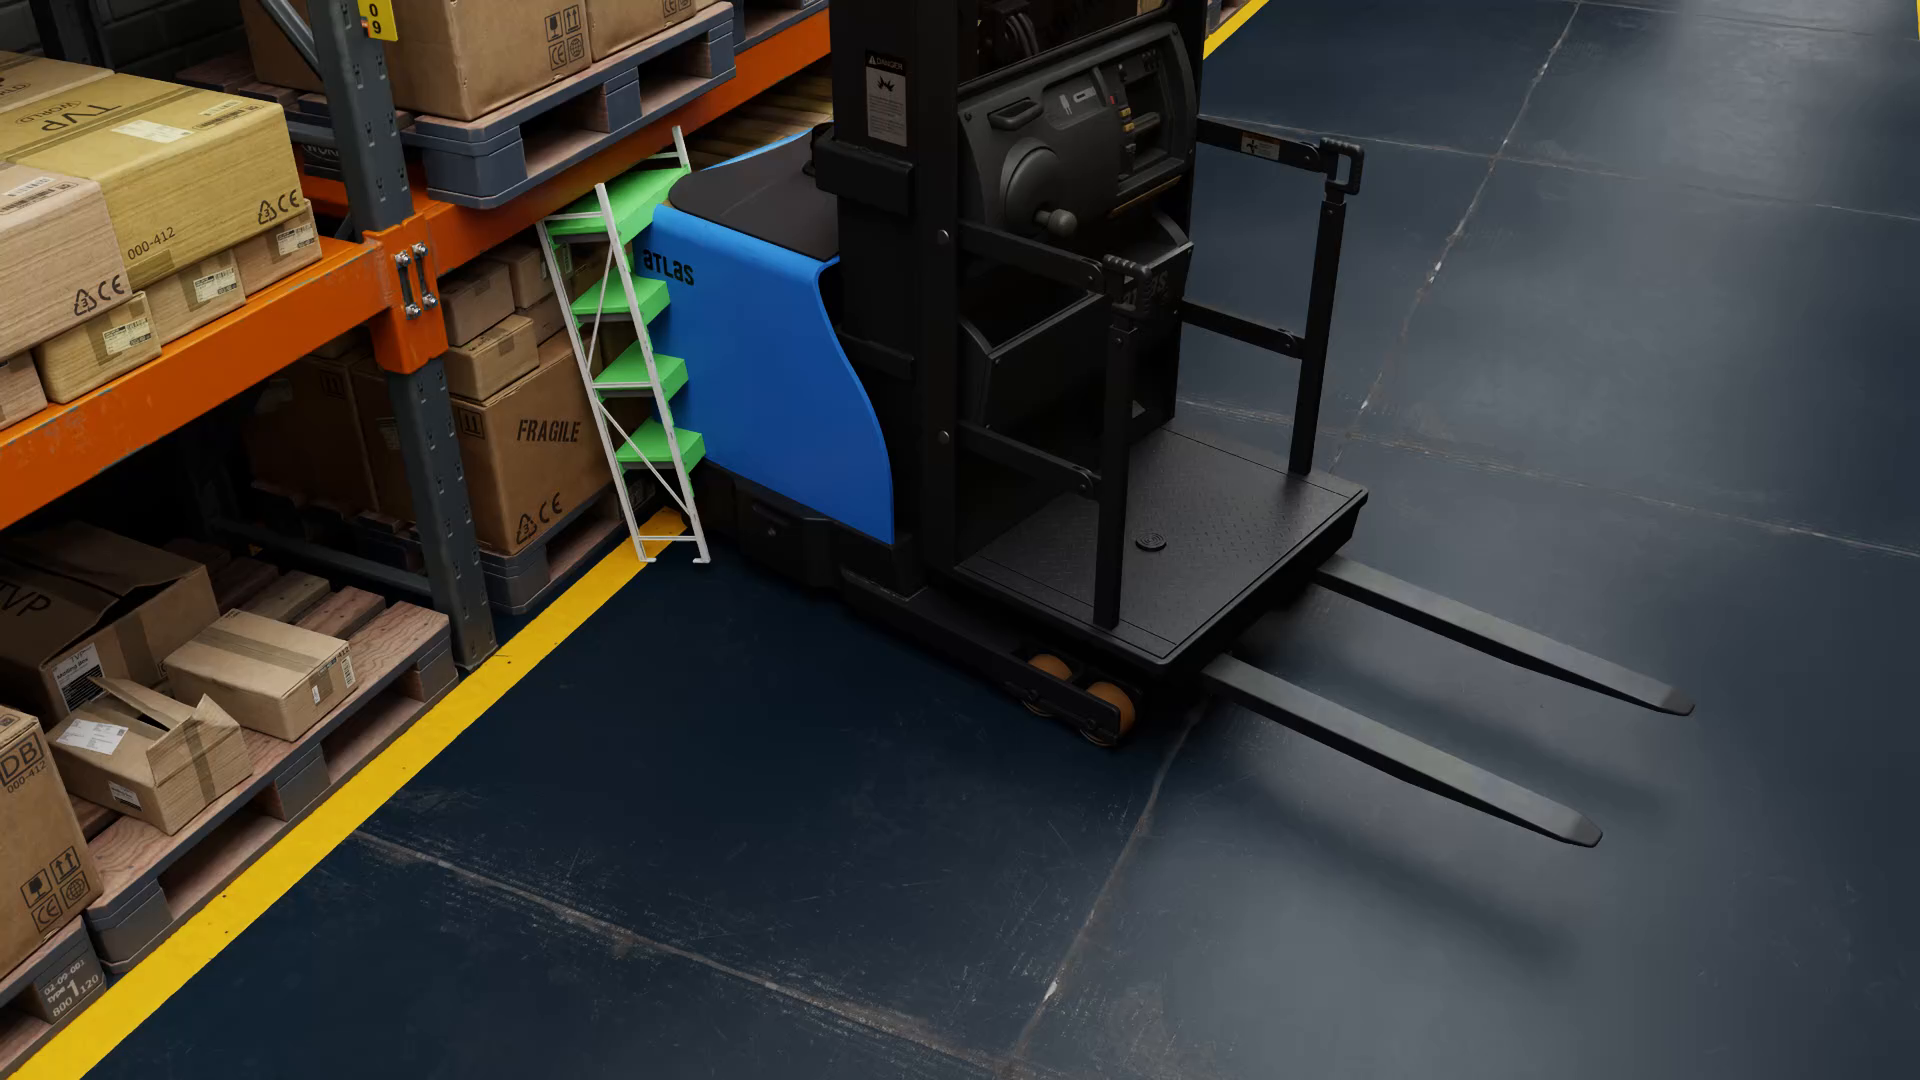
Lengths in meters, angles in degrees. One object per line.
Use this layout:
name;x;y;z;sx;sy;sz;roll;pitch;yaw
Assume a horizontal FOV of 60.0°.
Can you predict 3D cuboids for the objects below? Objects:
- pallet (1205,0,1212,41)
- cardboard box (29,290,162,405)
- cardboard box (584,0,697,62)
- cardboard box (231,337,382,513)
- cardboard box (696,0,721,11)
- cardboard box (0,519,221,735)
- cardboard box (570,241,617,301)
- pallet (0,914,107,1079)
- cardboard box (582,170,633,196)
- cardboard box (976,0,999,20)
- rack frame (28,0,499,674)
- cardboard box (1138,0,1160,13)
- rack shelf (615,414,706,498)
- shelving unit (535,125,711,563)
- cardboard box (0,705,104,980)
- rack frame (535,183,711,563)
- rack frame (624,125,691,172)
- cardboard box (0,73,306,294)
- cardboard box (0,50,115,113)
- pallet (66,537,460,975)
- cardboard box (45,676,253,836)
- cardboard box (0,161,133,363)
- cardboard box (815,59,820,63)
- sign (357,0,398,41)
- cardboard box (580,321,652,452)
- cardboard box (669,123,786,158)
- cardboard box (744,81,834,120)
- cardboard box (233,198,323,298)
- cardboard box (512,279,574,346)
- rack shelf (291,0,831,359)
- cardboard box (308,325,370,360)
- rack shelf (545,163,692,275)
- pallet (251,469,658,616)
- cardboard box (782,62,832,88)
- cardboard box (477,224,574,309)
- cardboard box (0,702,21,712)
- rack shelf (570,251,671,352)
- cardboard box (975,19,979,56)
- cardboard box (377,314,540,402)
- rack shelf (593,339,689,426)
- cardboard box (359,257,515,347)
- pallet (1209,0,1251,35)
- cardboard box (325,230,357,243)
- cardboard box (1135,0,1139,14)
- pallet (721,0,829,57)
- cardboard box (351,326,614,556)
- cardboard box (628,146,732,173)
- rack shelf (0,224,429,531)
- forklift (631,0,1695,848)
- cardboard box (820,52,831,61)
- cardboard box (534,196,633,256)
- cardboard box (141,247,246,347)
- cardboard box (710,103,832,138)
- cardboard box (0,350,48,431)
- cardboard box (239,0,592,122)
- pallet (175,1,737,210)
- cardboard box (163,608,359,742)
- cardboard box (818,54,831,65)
pallet;0.763;-2.856;9.413;1.003;0.211;1.213;14;36;20
cardboard box;-1.882;-0.432;3.403;0.380;0.149;0.250;15;36;22
cardboard box;-1.180;-1.689;4.616;0.700;0.500;0.500;15;36;21
cardboard box;-1.865;-0.466;5.122;0.500;0.500;0.500;14;36;20
cardboard box;-0.872;-1.747;4.918;0.396;0.266;0.258;16;36;23
cardboard box;-2.293;0.200;4.279;0.500;0.311;0.500;15;36;22
cardboard box;-1.268;-0.829;5.084;0.380;0.149;0.250;12;35;18
pallet;-2.599;1.094;3.389;1.003;0.211;1.213;14;36;20
cardboard box;-1.027;-1.084;5.473;0.380;0.149;0.250;14;36;20
cardboard box;0.145;-2.506;8.119;0.875;0.625;0.625;15;36;22
rack frame;-1.802;-1.024;4.076;1.000;3.000;0.127;14;36;20
cardboard box;0.692;-3.168;9.129;0.875;0.625;0.625;13;35;19
rack shelf;-0.856;-0.314;5.159;0.258;0.148;0.480;0;31;19
shelving unit;-0.907;-0.574;5.009;0.258;1.200;0.503;0;31;19
cardboard box;-2.306;0.622;3.463;0.700;0.500;0.500;13;35;19
rack frame;-0.976;-0.447;4.813;0.240;1.200;0.015;0;31;19
rack frame;-0.838;-0.701;5.206;0.240;1.200;0.015;0;31;19
cardboard box;-1.794;-0.776;3.563;0.500;0.250;0.500;15;36;22
cardboard box;-2.255;-0.901;3.753;0.500;0.250;0.500;14;36;20
pallet;-2.090;0.484;4.319;1.003;0.211;1.213;14;36;20
cardboard box;-1.918;0.467;3.913;0.396;0.266;0.258;15;36;22
cardboard box;-1.990;-0.523;3.177;0.500;0.250;0.500;14;36;21
cardboard box;-0.797;-1.961;6.810;0.380;0.149;0.250;15;36;21
sign;-1.306;-1.265;3.654;0.100;0.325;0.005;14;36;20
cardboard box;-1.182;-0.611;5.342;0.500;0.500;0.500;14;36;20
cardboard box;-0.835;-1.349;5.876;0.380;0.149;0.250;14;36;21
cardboard box;-0.597;-1.604;6.265;0.380;0.149;0.250;14;36;20
cardboard box;-1.706;-0.702;3.814;0.380;0.149;0.250;15;36;21
cardboard box;-1.365;-0.698;4.885;0.380;0.149;0.250;13;35;19
rack shelf;-0.965;-1.719;5.792;1.077;0.370;4.000;14;36;20
cardboard box;-1.910;-0.675;4.848;0.380;0.149;0.250;13;35;19
rack shelf;-0.976;-0.929;4.804;0.258;0.148;0.480;0;31;19
pallet;-1.496;-0.271;5.471;1.003;0.211;1.213;14;36;20
cardboard box;-0.493;-1.728;6.455;0.380;0.149;0.250;15;36;22
cardboard box;-1.345;-0.808;4.780;0.380;0.149;0.250;12;35;18
cardboard box;-2.475;0.484;3.994;0.380;0.149;0.250;14;36;20
rack shelf;-0.936;-0.724;4.923;0.258;0.148;0.480;0;31;19
cardboard box;-0.105;-2.113;7.042;0.380;0.149;0.250;12;35;18
cardboard box;-1.410;-0.543;4.647;0.380;0.149;0.250;16;36;23
rack shelf;-0.896;-0.519;5.041;0.258;0.148;0.480;0;31;19
cardboard box;-1.465;-0.681;4.587;0.380;0.149;0.250;14;36;20
pallet;1.272;-3.466;10.343;1.003;0.211;1.213;14;36;20
cardboard box;-1.805;-0.807;5.050;0.380;0.149;0.250;14;36;21
cardboard box;0.411;-2.833;8.618;0.875;0.625;0.625;15;36;22
pallet;-0.938;-1.966;5.688;1.003;0.211;1.213;14;36;20
cardboard box;-1.395;-0.343;4.935;0.500;0.500;0.500;16;36;23
cardboard box;-0.921;-1.208;5.661;0.380;0.149;0.250;15;36;22
rack shelf;-2.639;0.273;2.754;1.077;0.370;4.000;14;36;20
forklift;0.481;-1.009;4.116;3.031;2.935;1.130;24;40;32
cardboard box;-0.765;-2.103;7.027;0.380;0.149;0.250;15;36;22
cardboard box;-1.165;-0.969;5.297;0.380;0.149;0.250;14;36;20
cardboard box;-1.795;-0.567;3.609;0.380;0.149;0.250;15;36;22
cardboard box;-0.685;-1.459;6.045;0.380;0.149;0.250;12;35;18
cardboard box;-2.016;-0.308;3.213;0.380;0.149;0.250;15;36;22
cardboard box;-1.397;-1.431;4.222;0.700;0.500;0.500;15;36;22
pallet;-1.369;-1.316;4.697;1.003;0.211;1.213;14;36;20
cardboard box;-1.768;0.338;4.216;0.380;0.149;0.250;13;35;19
cardboard box;-0.341;-1.849;6.640;0.380;0.149;0.250;13;35;19
